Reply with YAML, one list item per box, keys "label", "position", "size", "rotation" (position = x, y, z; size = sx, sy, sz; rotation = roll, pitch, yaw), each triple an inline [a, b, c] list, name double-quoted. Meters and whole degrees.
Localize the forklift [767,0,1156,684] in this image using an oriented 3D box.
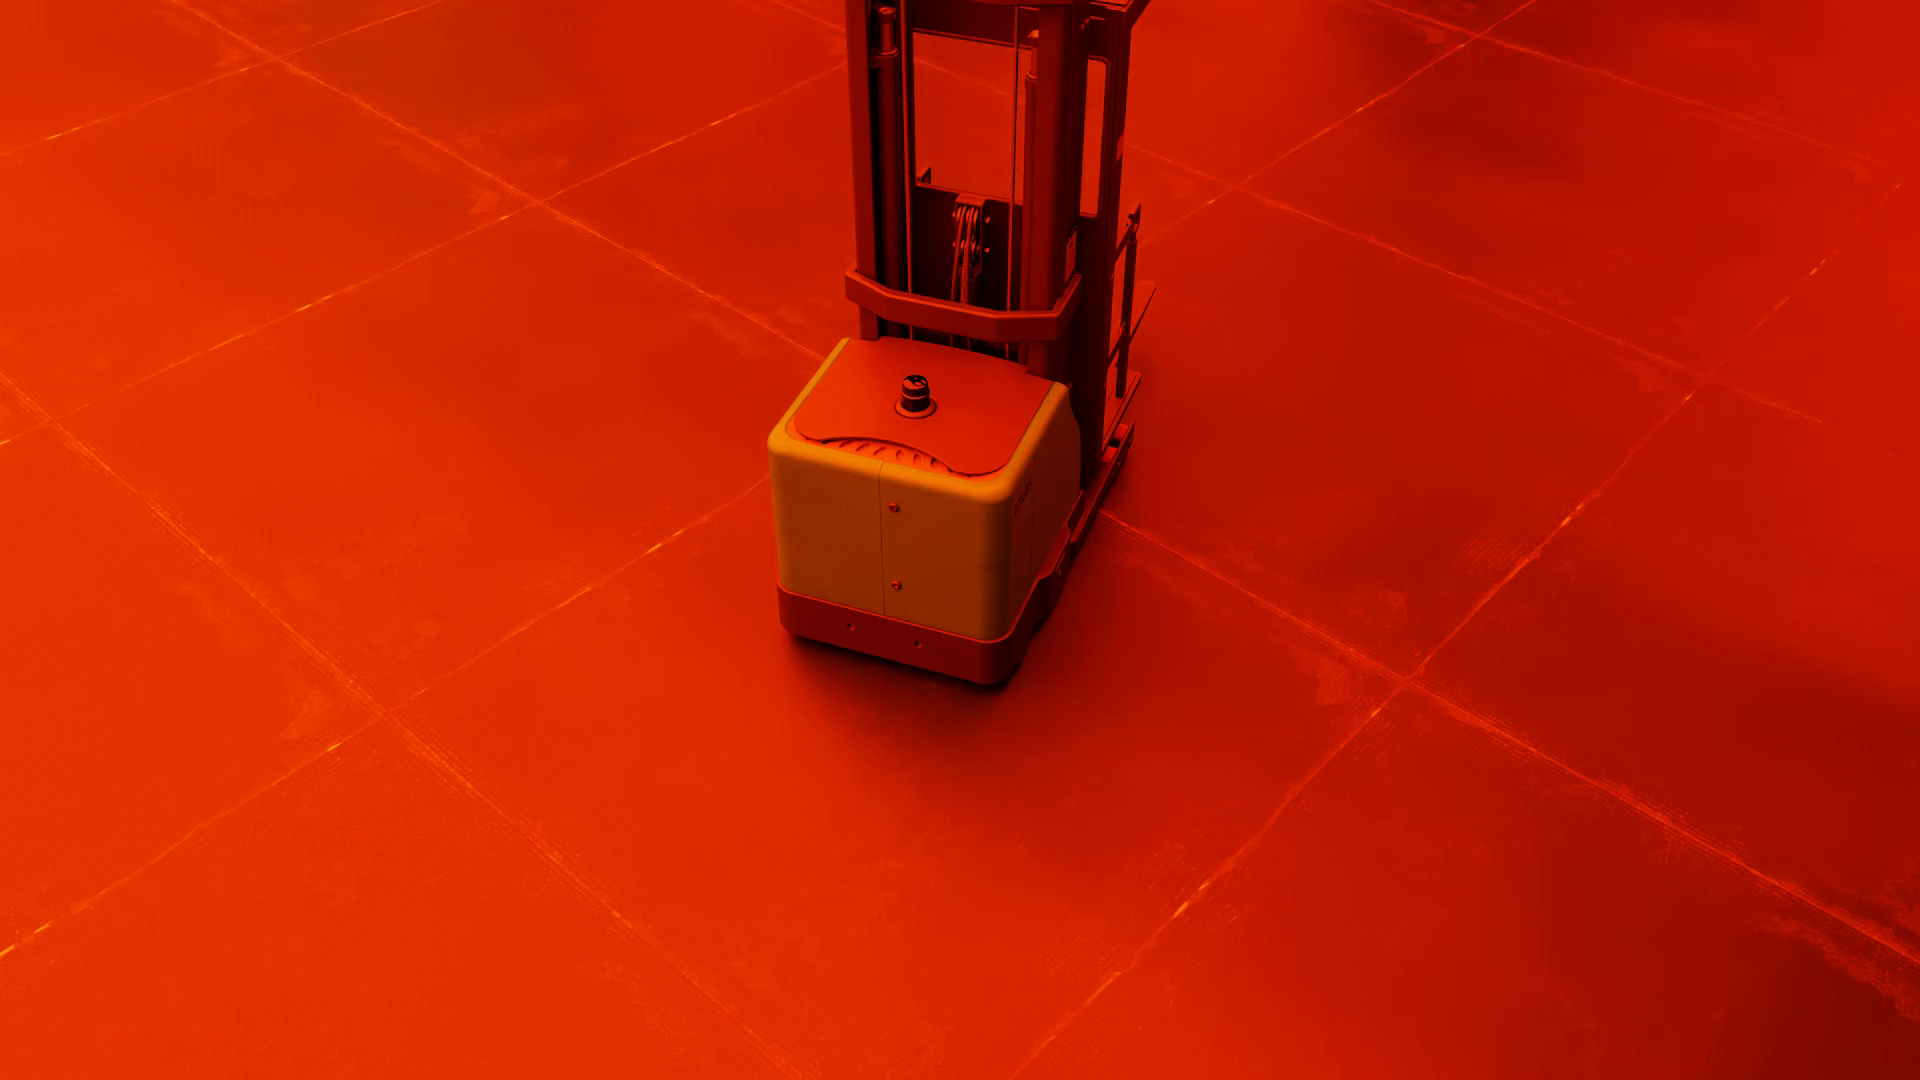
- label: "forklift"
  position: [0.211, -1.484, 7.158]
  size: [1.130, 2.935, 3.031]
  rotation: [14, 42, 15]
